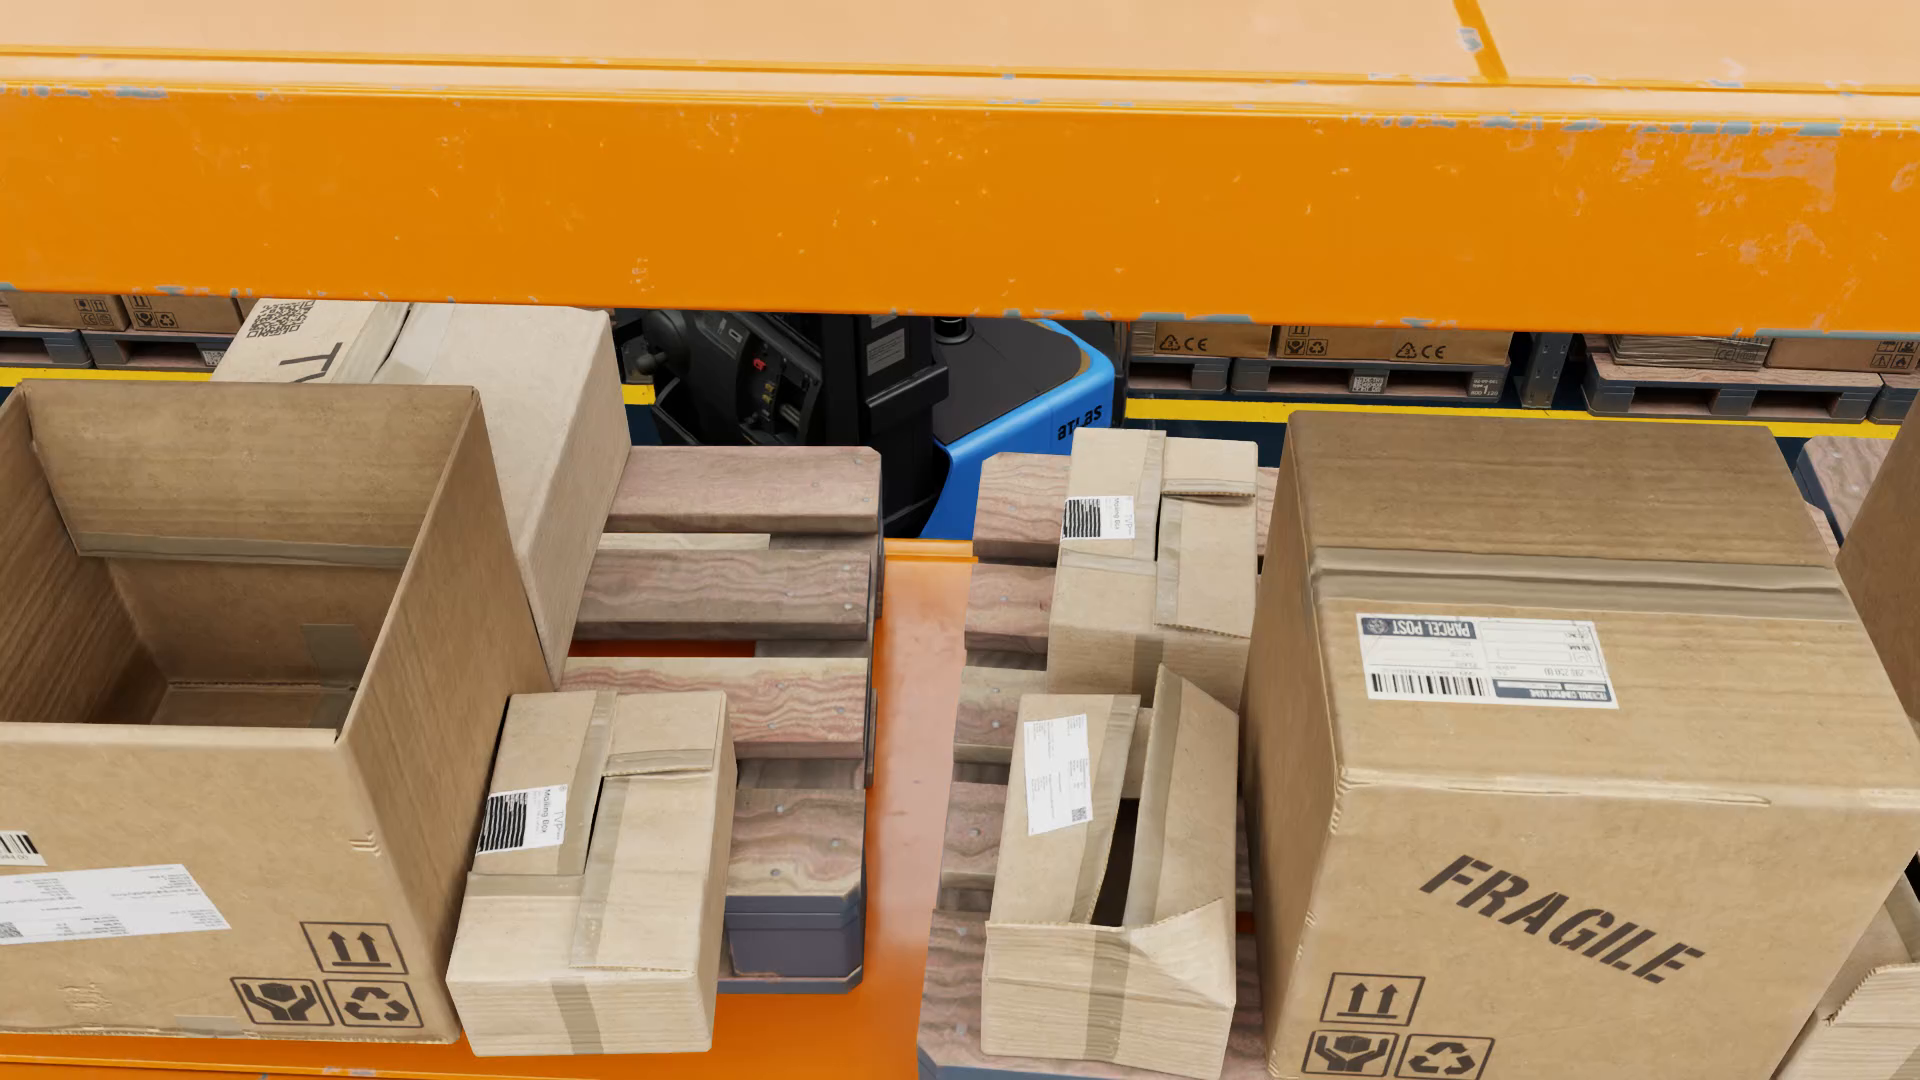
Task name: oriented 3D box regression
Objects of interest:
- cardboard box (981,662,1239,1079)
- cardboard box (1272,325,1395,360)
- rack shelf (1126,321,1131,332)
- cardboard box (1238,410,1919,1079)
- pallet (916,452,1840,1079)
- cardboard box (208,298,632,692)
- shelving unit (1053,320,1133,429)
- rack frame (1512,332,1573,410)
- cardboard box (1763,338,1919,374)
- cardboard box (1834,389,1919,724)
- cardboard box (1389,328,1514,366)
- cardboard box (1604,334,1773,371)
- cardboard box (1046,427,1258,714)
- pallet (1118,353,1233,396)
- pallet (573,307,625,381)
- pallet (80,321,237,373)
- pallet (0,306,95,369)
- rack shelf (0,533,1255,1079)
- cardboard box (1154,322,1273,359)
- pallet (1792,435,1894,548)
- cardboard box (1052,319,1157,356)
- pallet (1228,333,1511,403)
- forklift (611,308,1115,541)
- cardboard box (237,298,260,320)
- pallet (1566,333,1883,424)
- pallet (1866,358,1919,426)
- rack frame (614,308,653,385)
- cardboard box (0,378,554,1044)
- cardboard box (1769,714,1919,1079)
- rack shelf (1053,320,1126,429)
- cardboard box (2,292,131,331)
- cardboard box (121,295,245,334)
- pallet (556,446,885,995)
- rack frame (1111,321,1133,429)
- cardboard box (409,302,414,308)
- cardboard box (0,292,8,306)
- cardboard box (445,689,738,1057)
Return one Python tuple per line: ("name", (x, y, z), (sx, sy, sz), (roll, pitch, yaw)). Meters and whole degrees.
("cardboard box", (0.170, 0.335, 1.780), (0.258, 0.266, 0.396), (5, 43, 5))
("cardboard box", (1.645, -1.143, 7.302), (0.500, 0.500, 0.500), (1, 43, 1))
("rack shelf", (0.407, -1.127, 6.439), (0.480, 0.518, 0.431), (-3, 43, -3))
("cardboard box", (0.583, 0.221, 1.731), (0.500, 0.500, 0.500), (2, 43, 2))
("pallet", (0.593, 0.321, 2.143), (1.213, 0.211, 1.003), (4, 43, 4))
("cardboard box", (-0.750, -0.092, 2.205), (0.500, 0.311, 0.500), (2, 43, 2))
("shelving unit", (0.407, -1.137, 6.430), (0.503, 2.100, 0.431), (-3, 43, -3))
("rack frame", (2.576, -2.015, 6.712), (0.127, 3.000, 1.000), (2, 43, 2))
("cardboard box", (3.852, -1.257, 7.332), (0.625, 0.625, 0.875), (3, 43, 3))
("cardboard box", (1.359, 0.176, 1.778), (0.500, 0.500, 0.700), (0, 43, 0))
("cardboard box", (2.144, -1.121, 7.278), (0.500, 0.500, 0.500), (3, 43, 3))
("cardboard box", (3.199, -1.271, 7.348), (0.625, 0.625, 0.875), (3, 43, 3))
("cardboard box", (0.256, 0.032, 2.177), (0.250, 0.166, 0.380), (5, 43, 5))
("pallet", (0.616, -1.083, 7.757), (1.213, 0.211, 1.003), (2, 43, 2))
("pallet", (-2.106, -1.139, 7.818), (1.213, 0.211, 1.003), (2, 43, 2))
("pallet", (-3.328, -1.175, 7.856), (1.213, 0.211, 1.003), (2, 43, 2))
("pallet", (-4.543, -1.214, 7.899), (1.213, 0.211, 1.003), (2, 43, 2))
("rack shelf", (0.358, 0.469, 2.373), (4.000, 0.370, 1.077), (2, 43, 2))
("cardboard box", (1.122, -1.157, 7.318), (0.500, 0.500, 0.500), (3, 43, 4))
("pallet", (1.711, 0.353, 2.109), (1.003, 0.211, 1.213), (4, 43, 4))
("cardboard box", (0.602, -1.161, 7.321), (0.500, 0.500, 0.500), (0, 43, 0))
("pallet", (1.832, -1.043, 7.715), (1.213, 0.211, 1.003), (2, 43, 2))
("forklift", (-0.890, -0.518, 5.156), (3.031, 2.935, 1.130), (-30, 51, -28))
("cardboard box", (-2.920, -1.332, 7.505), (0.500, 0.500, 0.700), (0, 43, 0))
("pallet", (3.397, -0.943, 7.607), (1.213, 0.211, 1.003), (2, 43, 2))
("pallet", (4.612, -0.904, 7.565), (1.213, 0.211, 1.003), (2, 43, 2))
("rack frame", (-1.420, -2.138, 6.844), (0.127, 3.000, 1.000), (2, 43, 2))
("cardboard box", (-0.772, 0.179, 1.775), (0.500, 0.500, 0.500), (1, 43, 1))
("cardboard box", (0.965, 0.359, 1.754), (0.258, 0.266, 0.396), (1, 43, 1))
("rack shelf", (0.407, -0.615, 6.916), (0.480, 0.518, 0.431), (-3, 43, -3))
("cardboard box", (-3.957, -1.364, 7.539), (0.500, 0.500, 0.700), (3, 43, 4))
("cardboard box", (-3.433, -1.279, 7.448), (0.500, 0.500, 0.500), (3, 43, 3))
("pallet", (-0.721, 0.209, 2.265), (1.217, 0.209, 0.805), (0, 43, 0))
("rack frame", (0.650, -1.149, 6.443), (0.015, 2.100, 0.400), (-3, 43, -3))
("cardboard box", (-2.346, -1.119, 7.449), (0.258, 0.266, 0.396), (3, 43, 3))
("cardboard box", (-4.386, -1.248, 7.673), (0.250, 0.149, 0.380), (0, 43, 0))
("cardboard box", (-0.391, 0.354, 1.832), (0.250, 0.166, 0.380), (-1, 43, -1))
